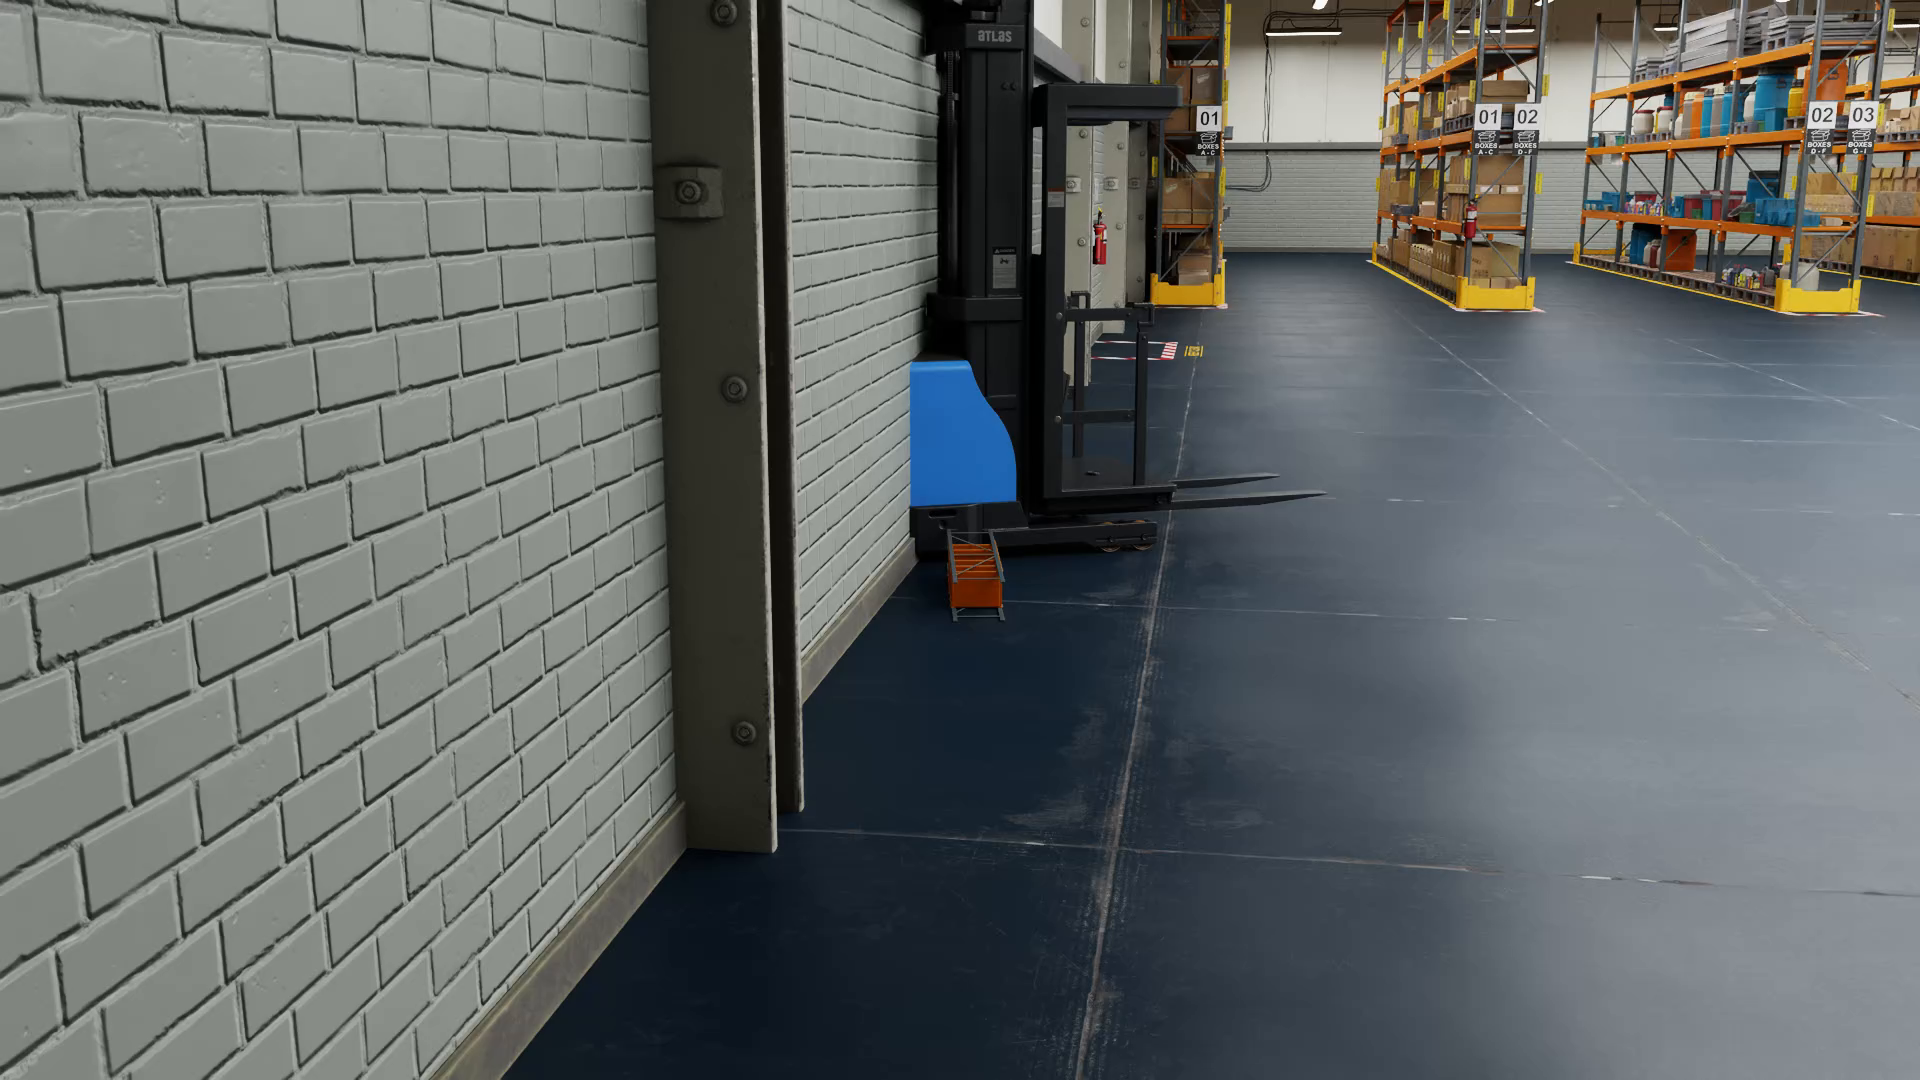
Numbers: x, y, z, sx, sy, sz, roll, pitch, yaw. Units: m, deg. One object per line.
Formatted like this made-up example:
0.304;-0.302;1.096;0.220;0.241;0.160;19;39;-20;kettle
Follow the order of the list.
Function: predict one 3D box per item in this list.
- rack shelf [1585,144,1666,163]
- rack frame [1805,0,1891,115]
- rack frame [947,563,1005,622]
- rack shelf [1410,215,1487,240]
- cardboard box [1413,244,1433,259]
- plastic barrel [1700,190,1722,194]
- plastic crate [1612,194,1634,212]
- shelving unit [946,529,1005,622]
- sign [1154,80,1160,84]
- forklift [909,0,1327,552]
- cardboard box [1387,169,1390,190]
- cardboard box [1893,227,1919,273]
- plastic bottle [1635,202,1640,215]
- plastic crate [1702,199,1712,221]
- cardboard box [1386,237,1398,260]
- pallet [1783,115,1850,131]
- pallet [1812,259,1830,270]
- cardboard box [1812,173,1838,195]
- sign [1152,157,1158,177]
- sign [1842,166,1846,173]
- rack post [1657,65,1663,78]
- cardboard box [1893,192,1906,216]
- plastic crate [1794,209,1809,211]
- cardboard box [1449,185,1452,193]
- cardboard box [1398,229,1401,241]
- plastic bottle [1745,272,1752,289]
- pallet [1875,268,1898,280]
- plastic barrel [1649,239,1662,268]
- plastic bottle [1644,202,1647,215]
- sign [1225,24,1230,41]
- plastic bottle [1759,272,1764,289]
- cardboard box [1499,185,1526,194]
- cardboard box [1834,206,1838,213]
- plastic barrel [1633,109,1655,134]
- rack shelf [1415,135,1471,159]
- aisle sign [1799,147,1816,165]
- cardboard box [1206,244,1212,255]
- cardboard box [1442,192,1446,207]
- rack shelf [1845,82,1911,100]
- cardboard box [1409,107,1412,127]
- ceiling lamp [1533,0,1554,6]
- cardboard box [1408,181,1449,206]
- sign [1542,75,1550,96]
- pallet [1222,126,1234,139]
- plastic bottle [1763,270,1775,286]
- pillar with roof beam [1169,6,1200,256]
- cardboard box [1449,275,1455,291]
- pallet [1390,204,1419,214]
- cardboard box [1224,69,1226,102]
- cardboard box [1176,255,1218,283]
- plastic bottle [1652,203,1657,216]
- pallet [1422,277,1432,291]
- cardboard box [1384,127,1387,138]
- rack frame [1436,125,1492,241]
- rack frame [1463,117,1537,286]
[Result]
15.688;-9.089;39.134;1.077;0.370;4.000;2;12;9;rack shelf
13.535;-7.992;25.219;1.000;3.000;0.127;2;12;9;rack frame
0.069;0.250;8.309;0.240;0.006;1.200;0;12;-2;rack frame
9.564;-6.118;32.471;1.077;0.370;4.000;2;12;9;rack shelf
9.429;-5.812;33.543;0.500;0.311;0.500;2;12;7;cardboard box
14.994;-6.685;33.070;0.600;0.536;0.708;2;12;9;plastic barrel
15.116;-7.687;37.940;0.392;0.384;0.575;2;12;9;plastic crate
0.069;0.160;8.289;0.258;0.189;1.200;0;12;-2;shelving unit
3.201;-7.302;27.034;0.100;0.325;0.005;2;12;9;sign
0.599;-1.469;9.352;3.031;2.935;1.130;-3;13;-16;forklift
10.463;-8.582;39.584;0.500;0.500;0.500;2;12;9;cardboard box
19.786;-5.874;33.677;1.225;0.875;0.875;1;12;6;cardboard box
14.791;-7.220;36.171;0.152;0.276;0.135;2;12;9;plastic bottle
14.013;-6.124;30.829;0.392;0.384;0.575;2;12;9;plastic crate
10.294;-6.840;39.001;0.500;0.500;0.500;2;12;9;cardboard box
13.759;-6.603;26.339;1.003;0.211;1.213;2;12;9;pallet
20.654;-6.444;38.896;1.003;0.211;1.213;2;12;9;pallet
20.399;-8.365;39.059;0.500;0.500;0.500;2;12;7;cardboard box
3.201;-6.123;27.288;0.100;0.325;0.005;2;12;9;sign
21.424;-8.891;40.319;0.100;0.325;0.005;2;12;9;sign
15.195;-9.820;34.889;0.937;0.300;0.954;3;13;15;rack post
19.650;-6.936;34.320;0.500;0.500;0.500;1;12;7;cardboard box
14.249;-5.580;28.621;0.499;0.251;0.616;2;12;9;plastic crate
8.947;-6.264;29.662;0.380;0.149;0.250;2;12;7;cardboard box
10.018;-6.778;36.932;0.500;0.250;0.500;2;12;9;cardboard box
13.472;-4.420;28.305;0.152;0.276;0.135;2;12;7;plastic bottle
20.045;-5.616;35.053;1.003;0.211;1.213;2;12;9;pallet
14.998;-6.089;35.354;0.600;0.588;0.708;2;12;9;plastic barrel
14.631;-7.070;35.457;0.061;0.283;0.133;2;12;9;plastic bottle
5.514;-10.458;34.257;0.100;0.325;0.005;2;12;9;sign
13.556;-4.392;28.155;0.061;0.283;0.133;2;12;9;plastic bottle
8.915;-5.662;26.867;0.380;0.149;0.250;2;12;8;cardboard box
20.117;-7.509;37.813;0.380;0.149;0.250;2;12;10;cardboard box
15.052;-9.194;36.597;0.433;0.535;0.433;0;12;0;plastic barrel
9.564;-7.585;32.155;1.077;0.370;4.000;2;12;9;rack shelf
20.605;-9.525;40.402;0.394;0.787;0.004;2;12;9;aisle sign
4.917;-5.888;34.582;0.700;0.500;0.500;2;12;9;cardboard box
9.549;-6.476;32.185;0.500;0.500;0.500;2;12;9;cardboard box
20.583;-10.199;38.115;1.077;0.370;4.000;2;12;9;rack shelf
10.256;-9.246;36.685;0.600;0.600;0.600;2;12;8;cardboard box
13.028;-13.243;35.728;0.800;3.185;2.000;2;12;9;ceiling lamp
9.857;-7.275;34.897;0.700;0.500;0.500;-2;12;-10;cardboard box
9.189;-7.134;26.094;0.100;0.325;0.005;2;12;9;sign
4.562;-7.713;31.488;1.213;0.211;1.003;2;12;9;pallet
14.157;-4.592;29.103;0.152;0.276;0.135;2;12;9;plastic bottle
10.021;-12.095;44.254;9.100;9.000;0.548;2;12;9;pillar with roof beam
8.497;-4.308;27.892;0.500;0.250;0.500;2;12;9;cardboard box
10.256;-7.462;37.455;1.003;0.211;1.213;2;12;9;pallet
4.172;-7.570;27.719;0.500;0.500;0.500;2;12;8;cardboard box
4.191;-4.785;29.464;0.700;0.500;0.500;1;12;5;cardboard box
14.538;-6.913;34.755;0.097;0.271;0.097;0;12;0;plastic bottle
9.331;-4.845;31.474;1.003;0.211;1.213;2;12;9;pallet
10.682;-9.987;40.762;0.500;0.250;0.500;2;12;9;cardboard box
9.257;-6.054;30.463;1.000;3.000;0.127;2;12;9;rack frame
8.641;-5.221;26.599;1.000;3.000;0.127;2;12;9;rack frame
